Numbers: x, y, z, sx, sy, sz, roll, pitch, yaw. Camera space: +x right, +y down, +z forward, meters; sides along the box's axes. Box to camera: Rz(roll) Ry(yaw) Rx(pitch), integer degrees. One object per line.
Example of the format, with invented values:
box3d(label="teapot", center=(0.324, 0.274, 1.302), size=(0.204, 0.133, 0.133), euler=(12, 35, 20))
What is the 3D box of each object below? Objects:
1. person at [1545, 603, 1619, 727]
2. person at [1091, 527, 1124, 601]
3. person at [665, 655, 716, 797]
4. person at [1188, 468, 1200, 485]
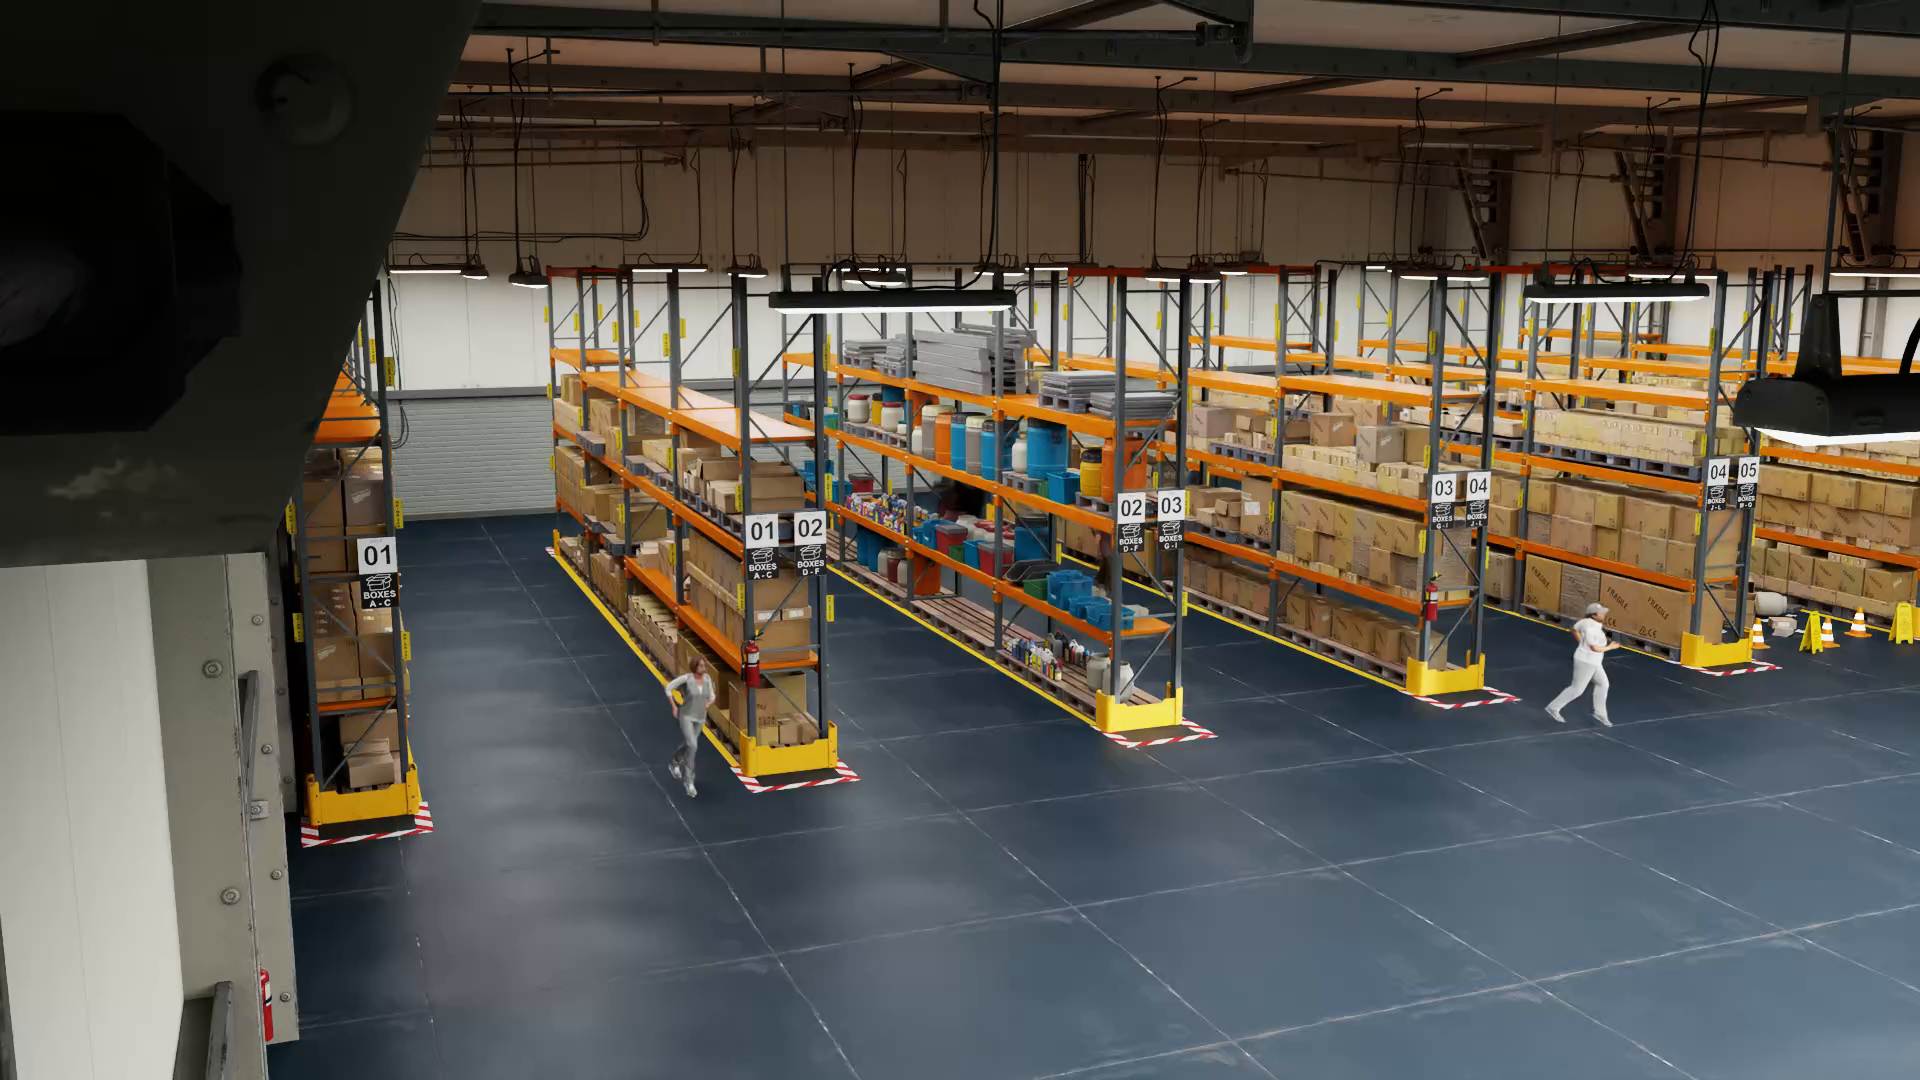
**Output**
box3d(label="person", center=(8.354, 1.675, 22.307), size=(0.887, 1.714, 0.613), euler=(4, 11, 19))
box3d(label="person", center=(2.637, 0.092, 29.295), size=(0.649, 1.819, 0.962), euler=(-6, 12, -33))
box3d(label="person", center=(-3.190, 2.159, 19.798), size=(0.557, 1.594, 0.780), euler=(-9, 13, -40))
box3d(label="person", center=(5.813, -1.777, 41.736), size=(0.912, 1.738, 0.759), euler=(4, 11, 23))
